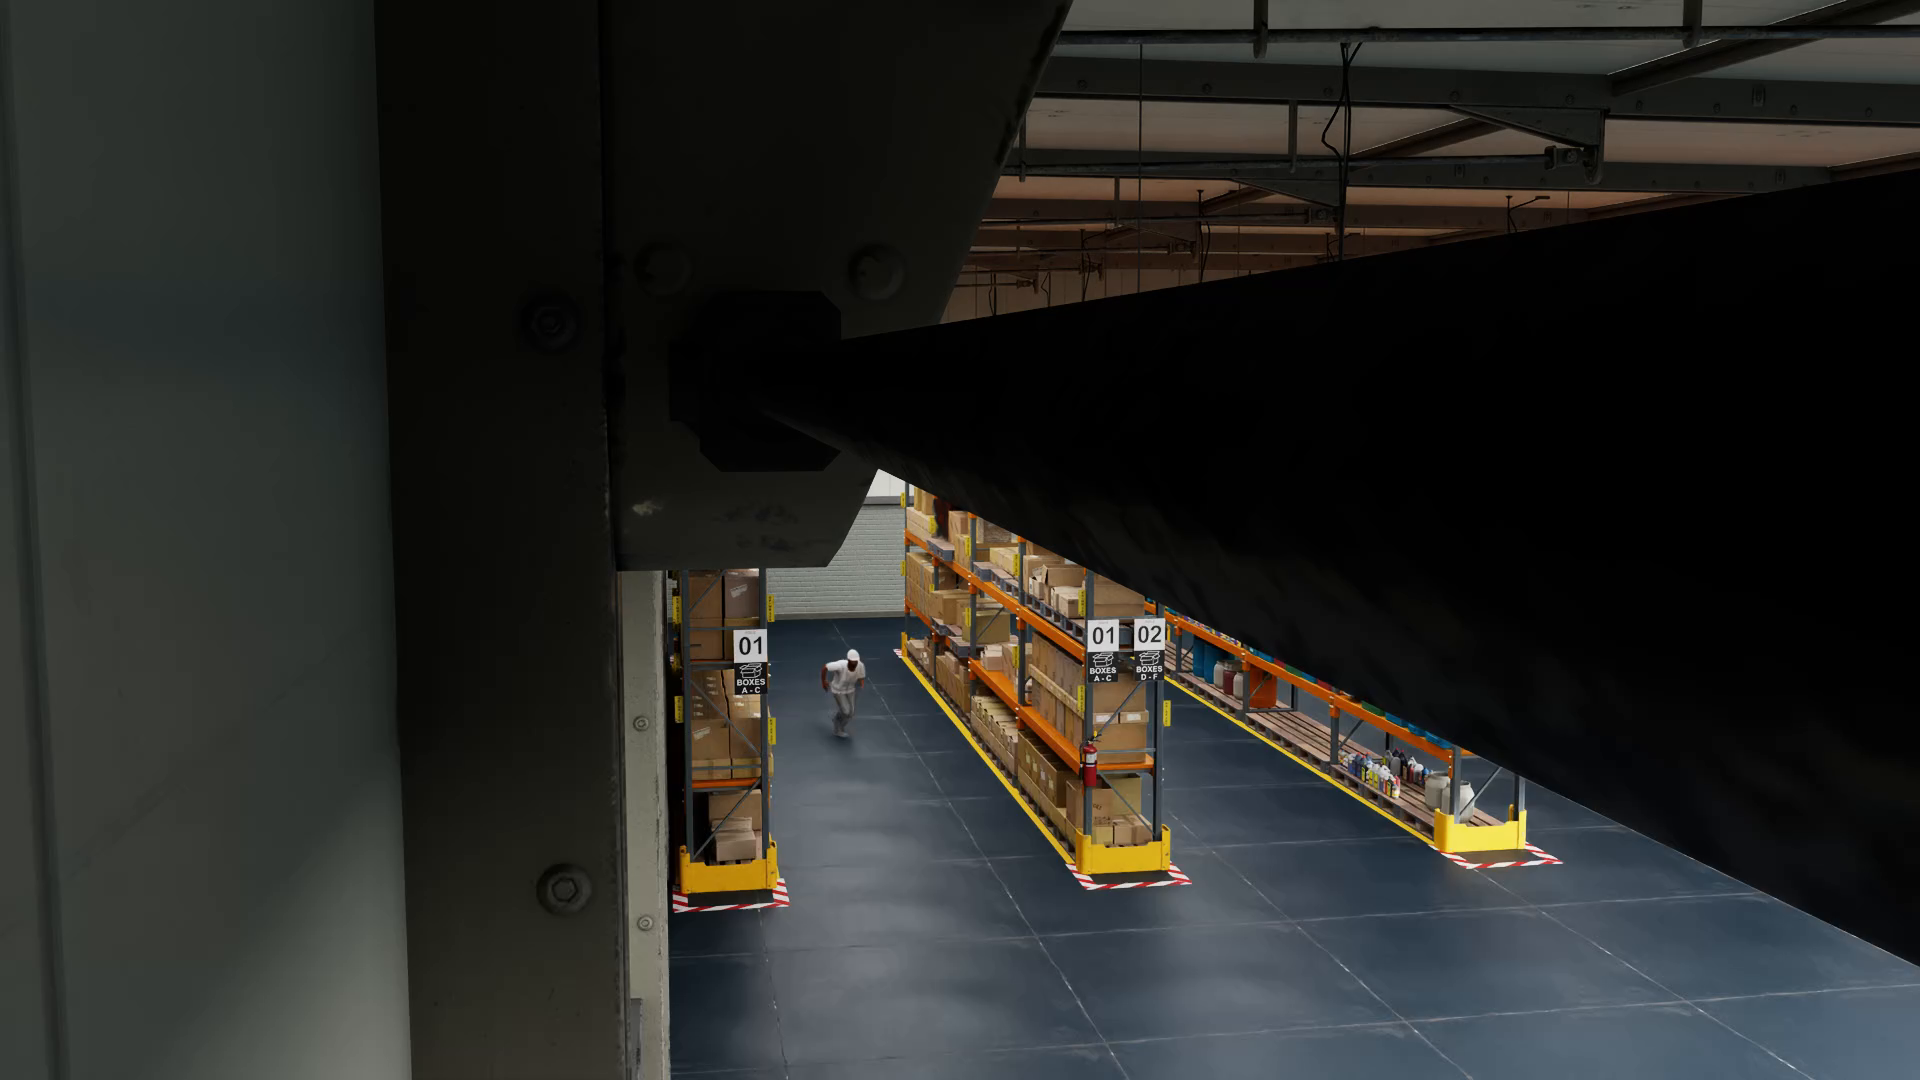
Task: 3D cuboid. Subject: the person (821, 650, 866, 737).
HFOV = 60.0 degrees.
[{"bbox_3d":[-1.971,2.617,28.262,0.735,1.578,0.838,-4,7,-32],"label":"person"}]
